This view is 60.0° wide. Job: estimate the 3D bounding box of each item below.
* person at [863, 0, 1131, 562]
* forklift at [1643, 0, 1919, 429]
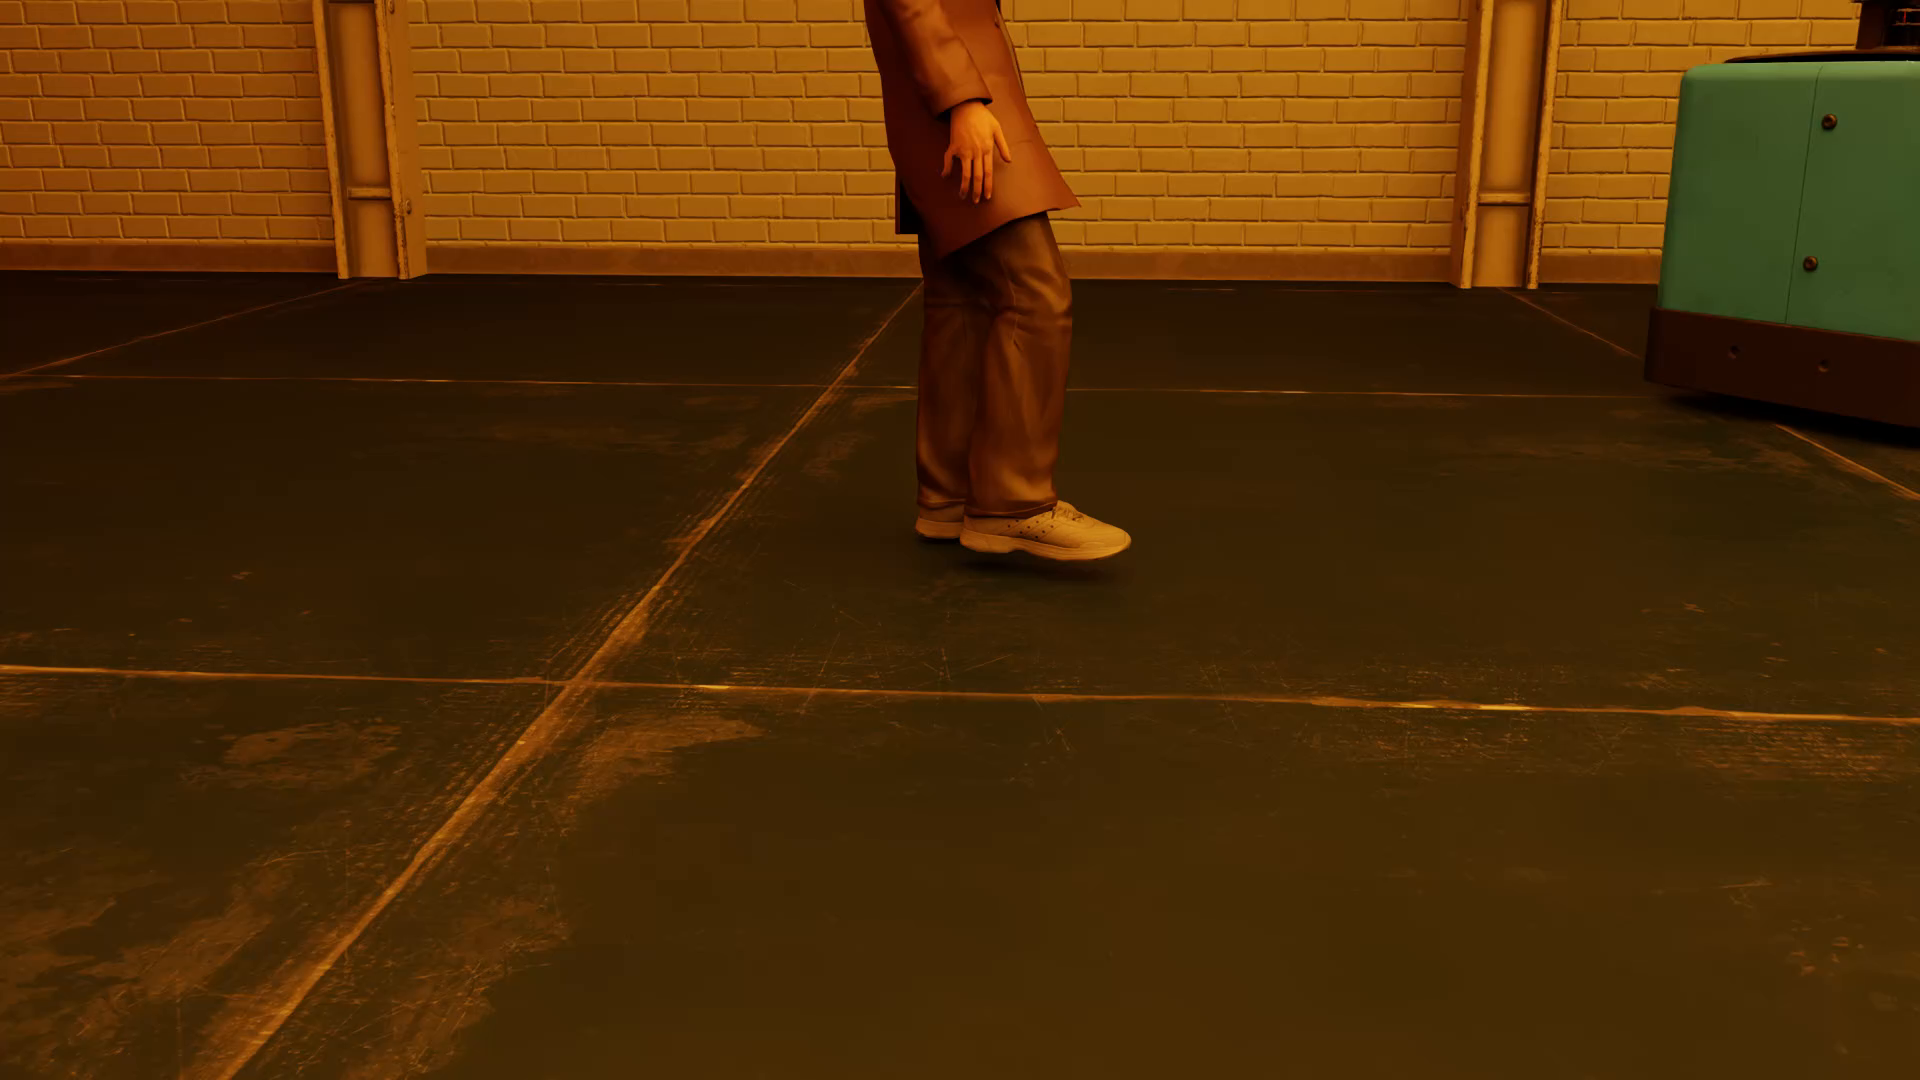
[{"bbox_3d":[0.090,-0.862,3.567,0.583,1.775,0.696,1,15,4],"label":"person"},{"bbox_3d":[3.793,-1.958,5.430,3.031,2.935,1.130,-9,17,-29],"label":"forklift"}]
